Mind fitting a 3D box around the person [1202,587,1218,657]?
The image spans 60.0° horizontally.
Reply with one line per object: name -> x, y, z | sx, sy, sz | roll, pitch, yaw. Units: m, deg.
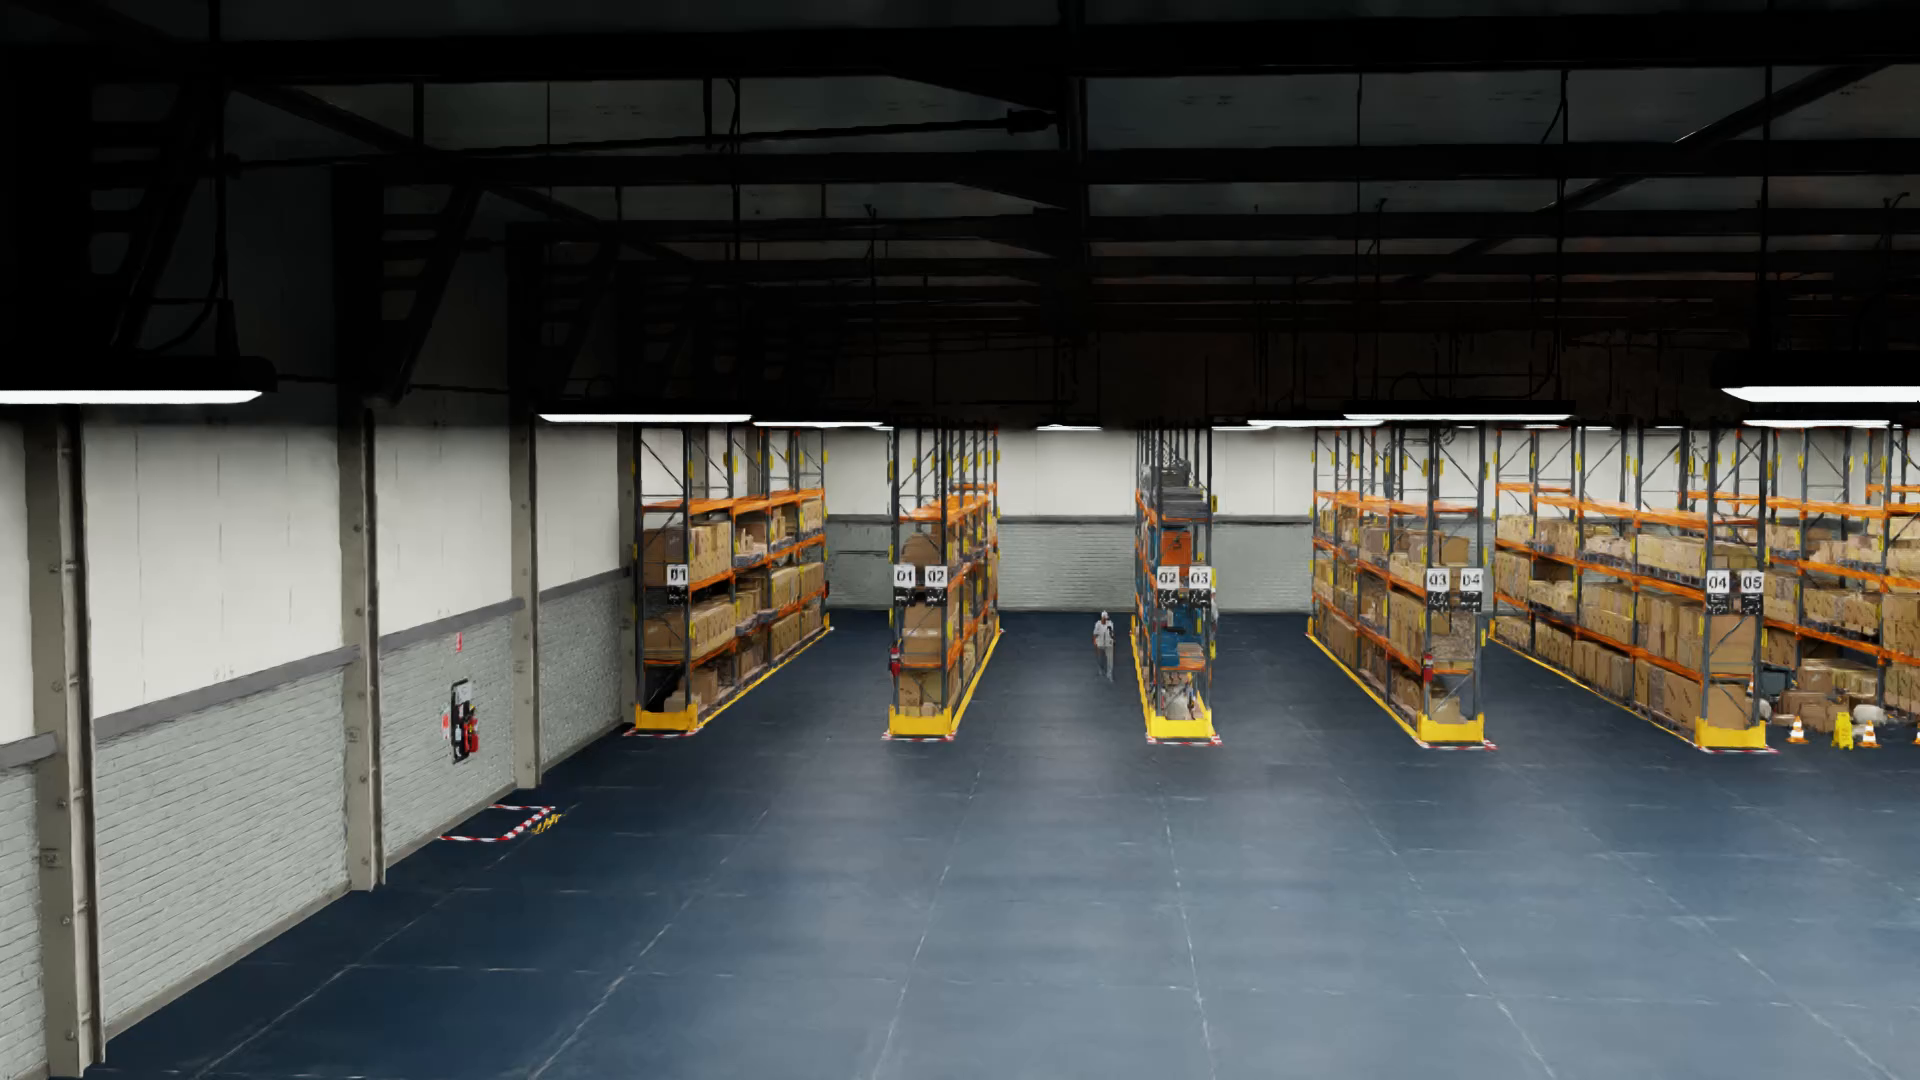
person -> 6.405, 2.066, 42.188 | 0.461, 1.780, 0.598 | -1, 4, -12

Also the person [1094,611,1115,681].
person -> 3.326, 2.418, 38.328 | 0.497, 1.578, 1.090 | 0, 4, 7
